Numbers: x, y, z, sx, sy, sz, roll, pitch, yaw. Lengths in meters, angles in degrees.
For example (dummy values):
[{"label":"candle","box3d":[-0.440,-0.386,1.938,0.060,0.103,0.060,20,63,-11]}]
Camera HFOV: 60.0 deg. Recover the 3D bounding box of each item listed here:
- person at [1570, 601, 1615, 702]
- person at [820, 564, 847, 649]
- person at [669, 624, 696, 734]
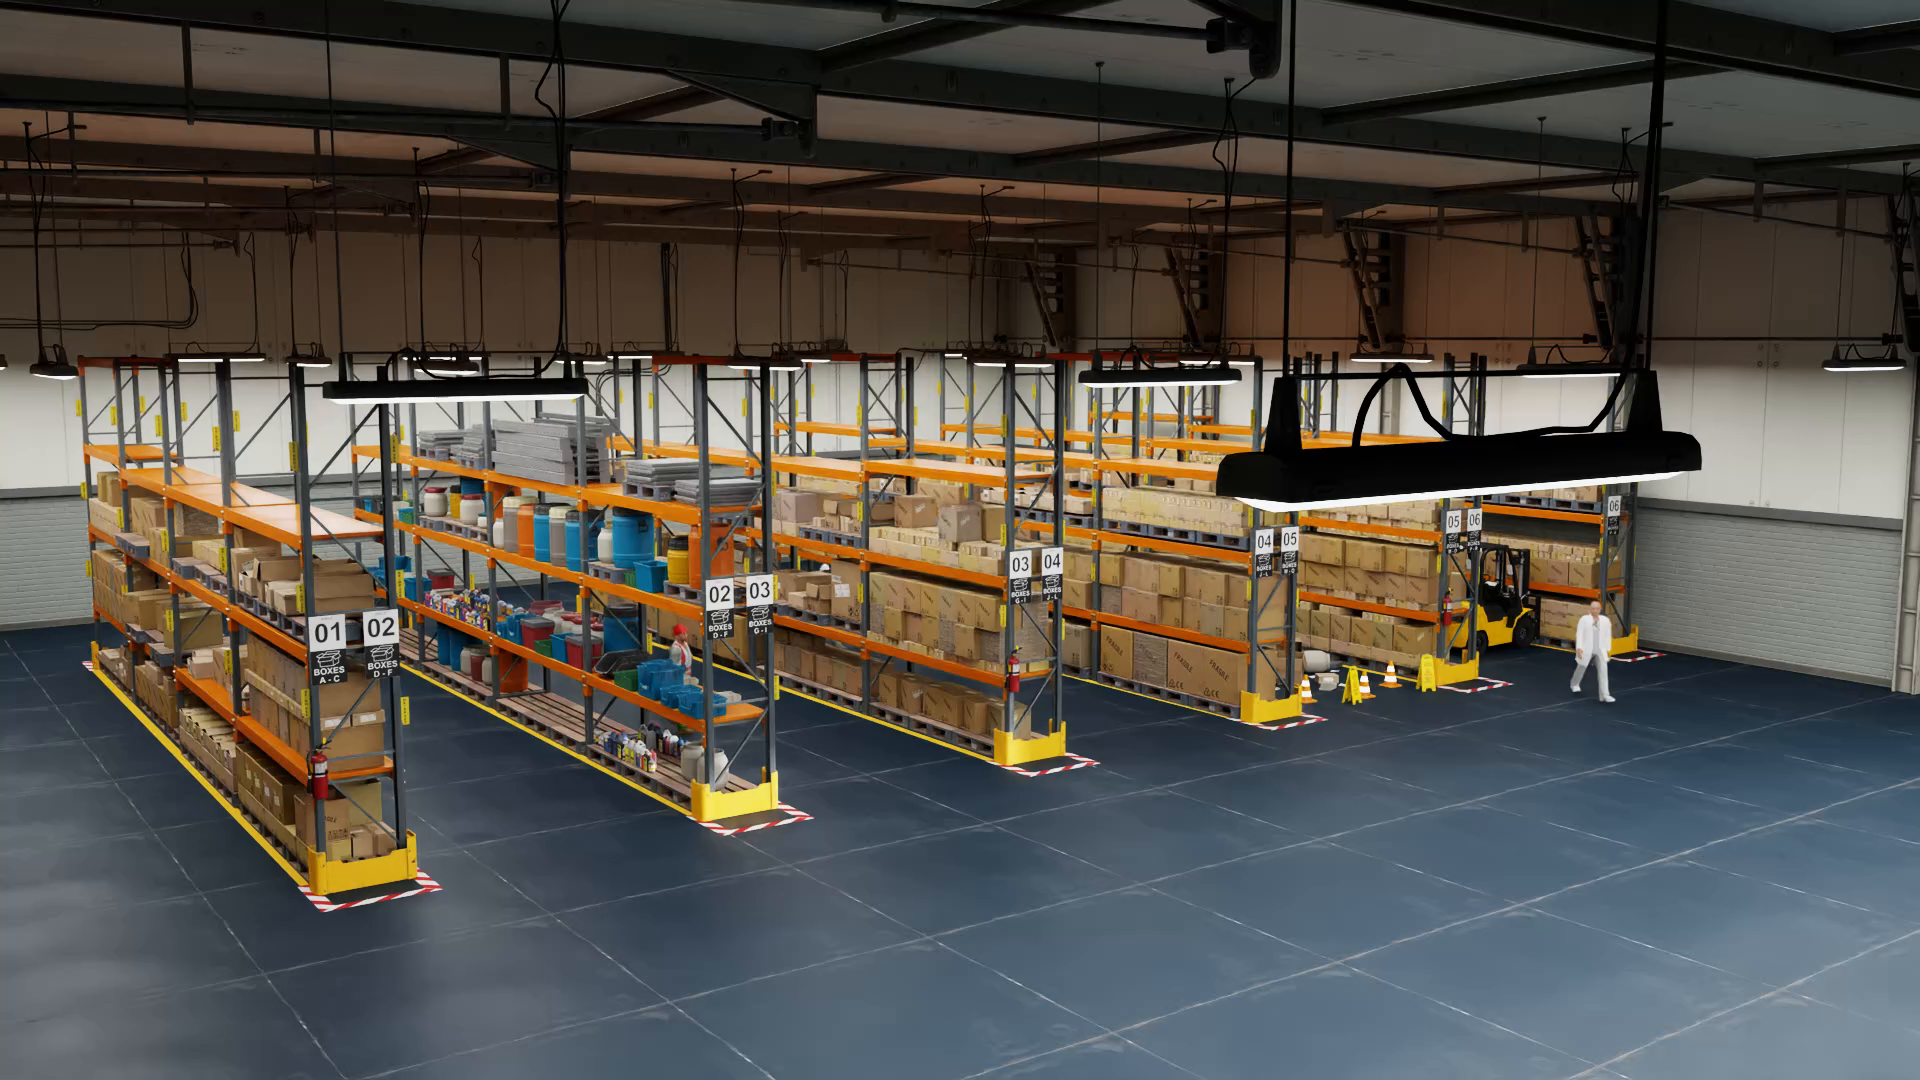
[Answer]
[{"label":"person","box3d":[11.099,1.926,29.160,0.664,1.716,1.207,0,7,-4]},{"label":"person","box3d":[-2.720,1.357,33.915,0.602,1.727,1.094,-5,9,-37]},{"label":"person","box3d":[-4.532,2.216,26.601,0.591,1.783,0.571,2,7,18]}]
